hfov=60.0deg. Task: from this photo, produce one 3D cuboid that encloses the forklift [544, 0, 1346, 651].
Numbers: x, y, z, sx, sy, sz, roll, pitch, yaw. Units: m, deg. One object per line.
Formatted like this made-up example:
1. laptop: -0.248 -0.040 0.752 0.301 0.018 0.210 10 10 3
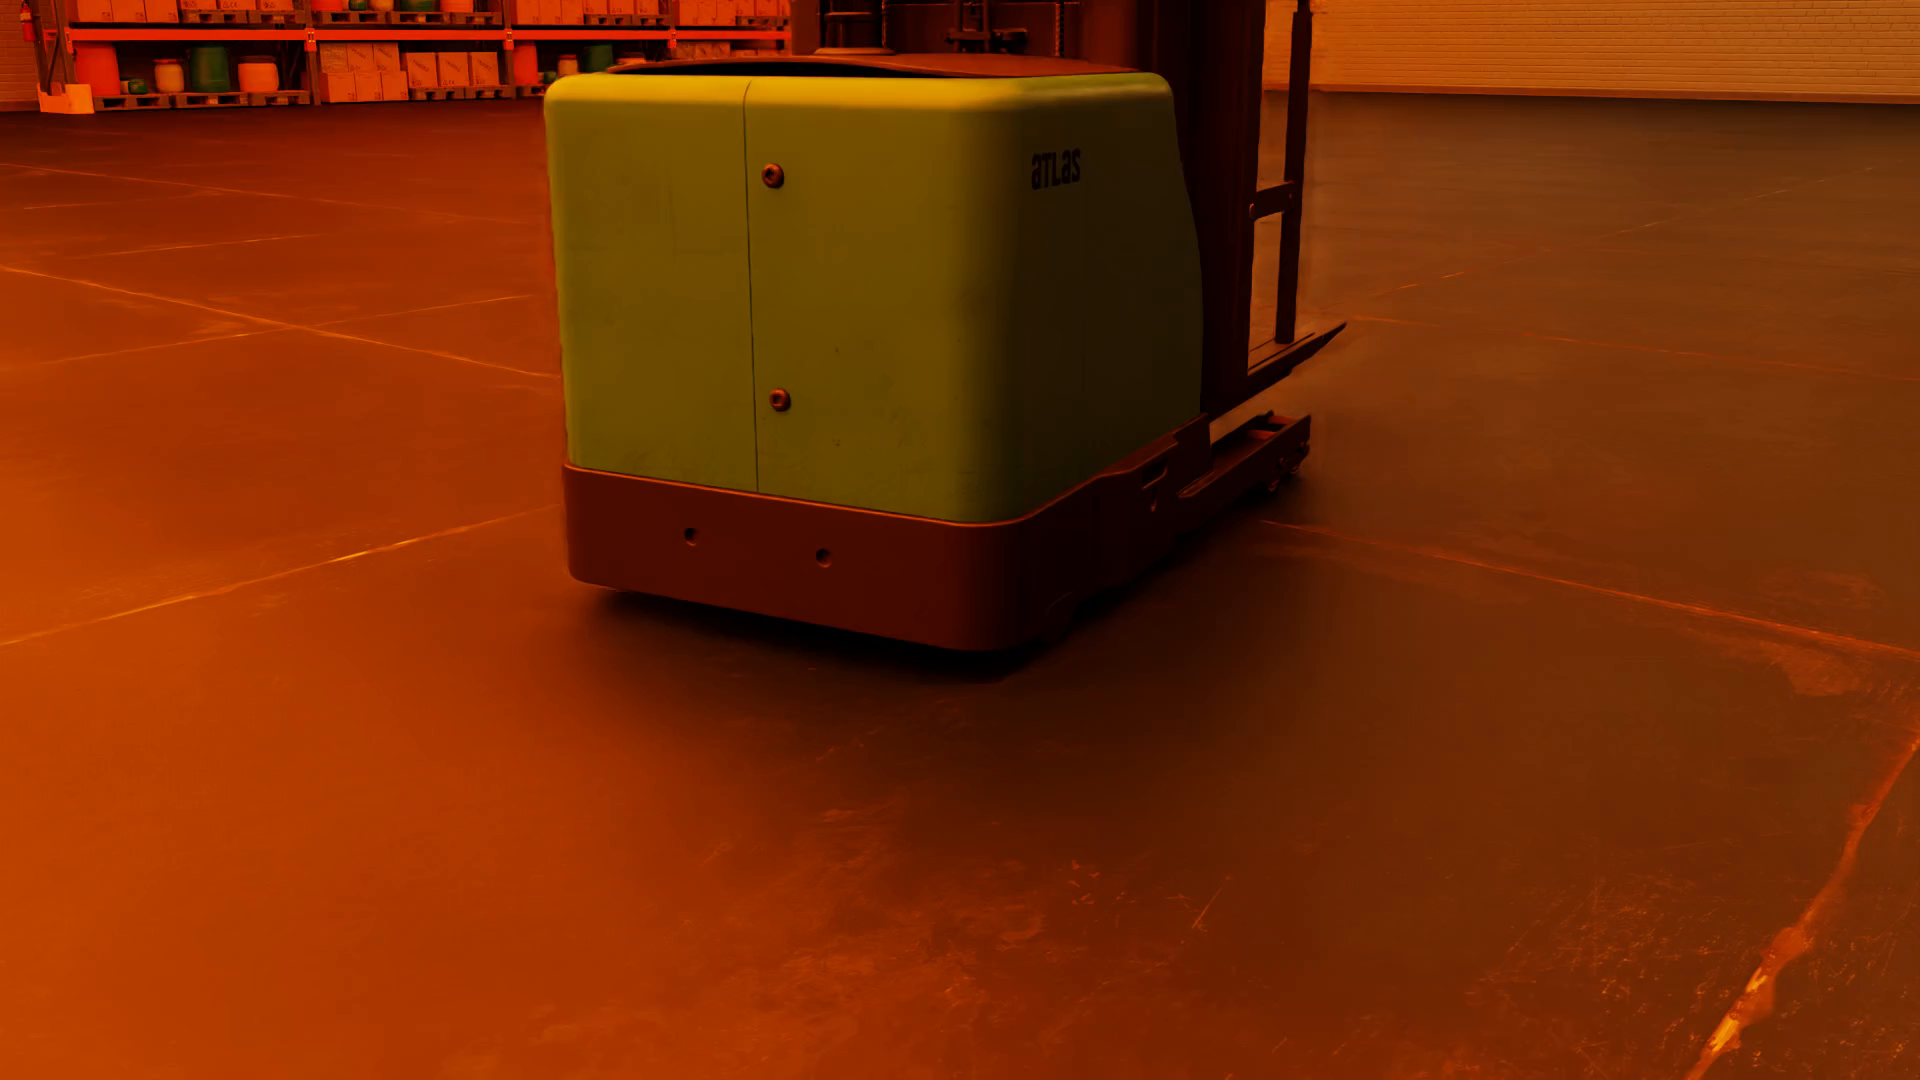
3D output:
1. forklift: 0.304 -1.580 4.101 1.130 2.935 3.031 9 19 26
